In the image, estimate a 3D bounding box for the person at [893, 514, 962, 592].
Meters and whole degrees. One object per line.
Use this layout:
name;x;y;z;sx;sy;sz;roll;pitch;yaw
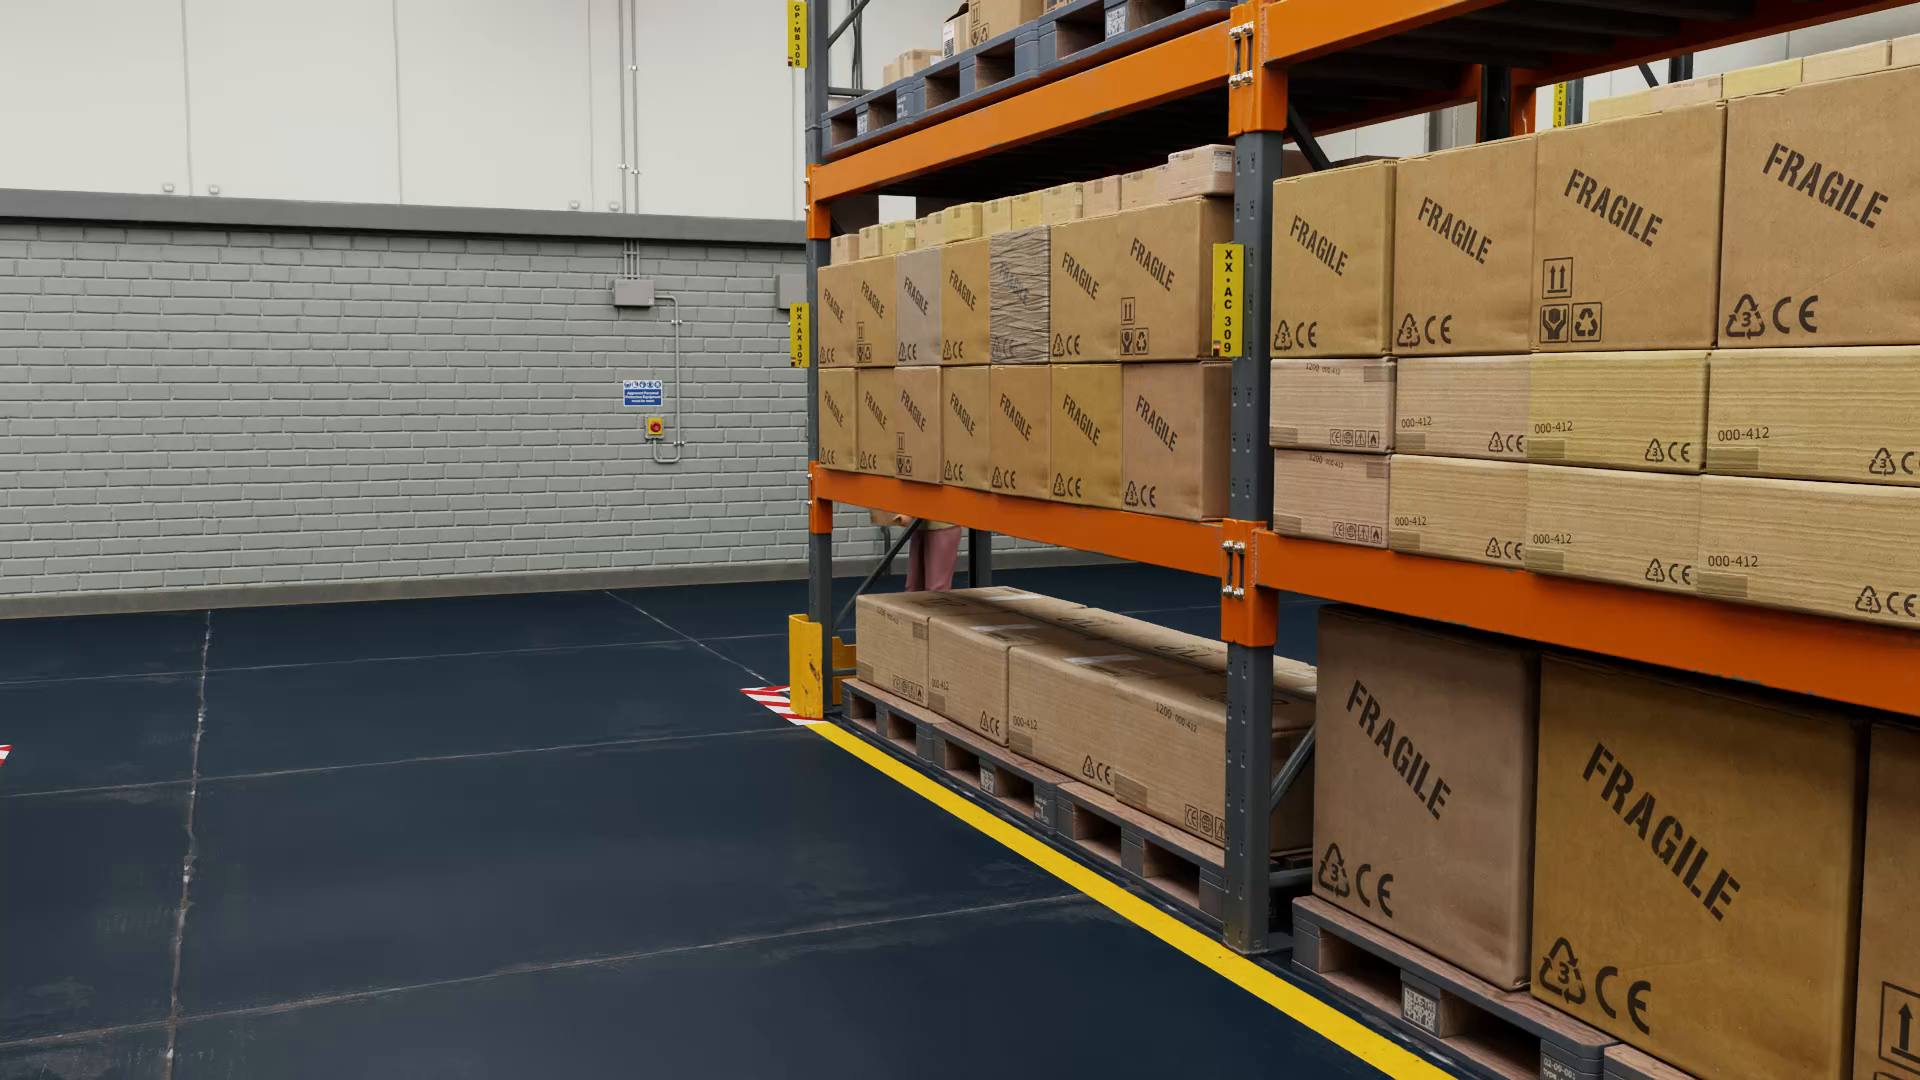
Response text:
person;-0.201;-0.041;10.021;0.559;1.648;0.428;-3;6;-26
